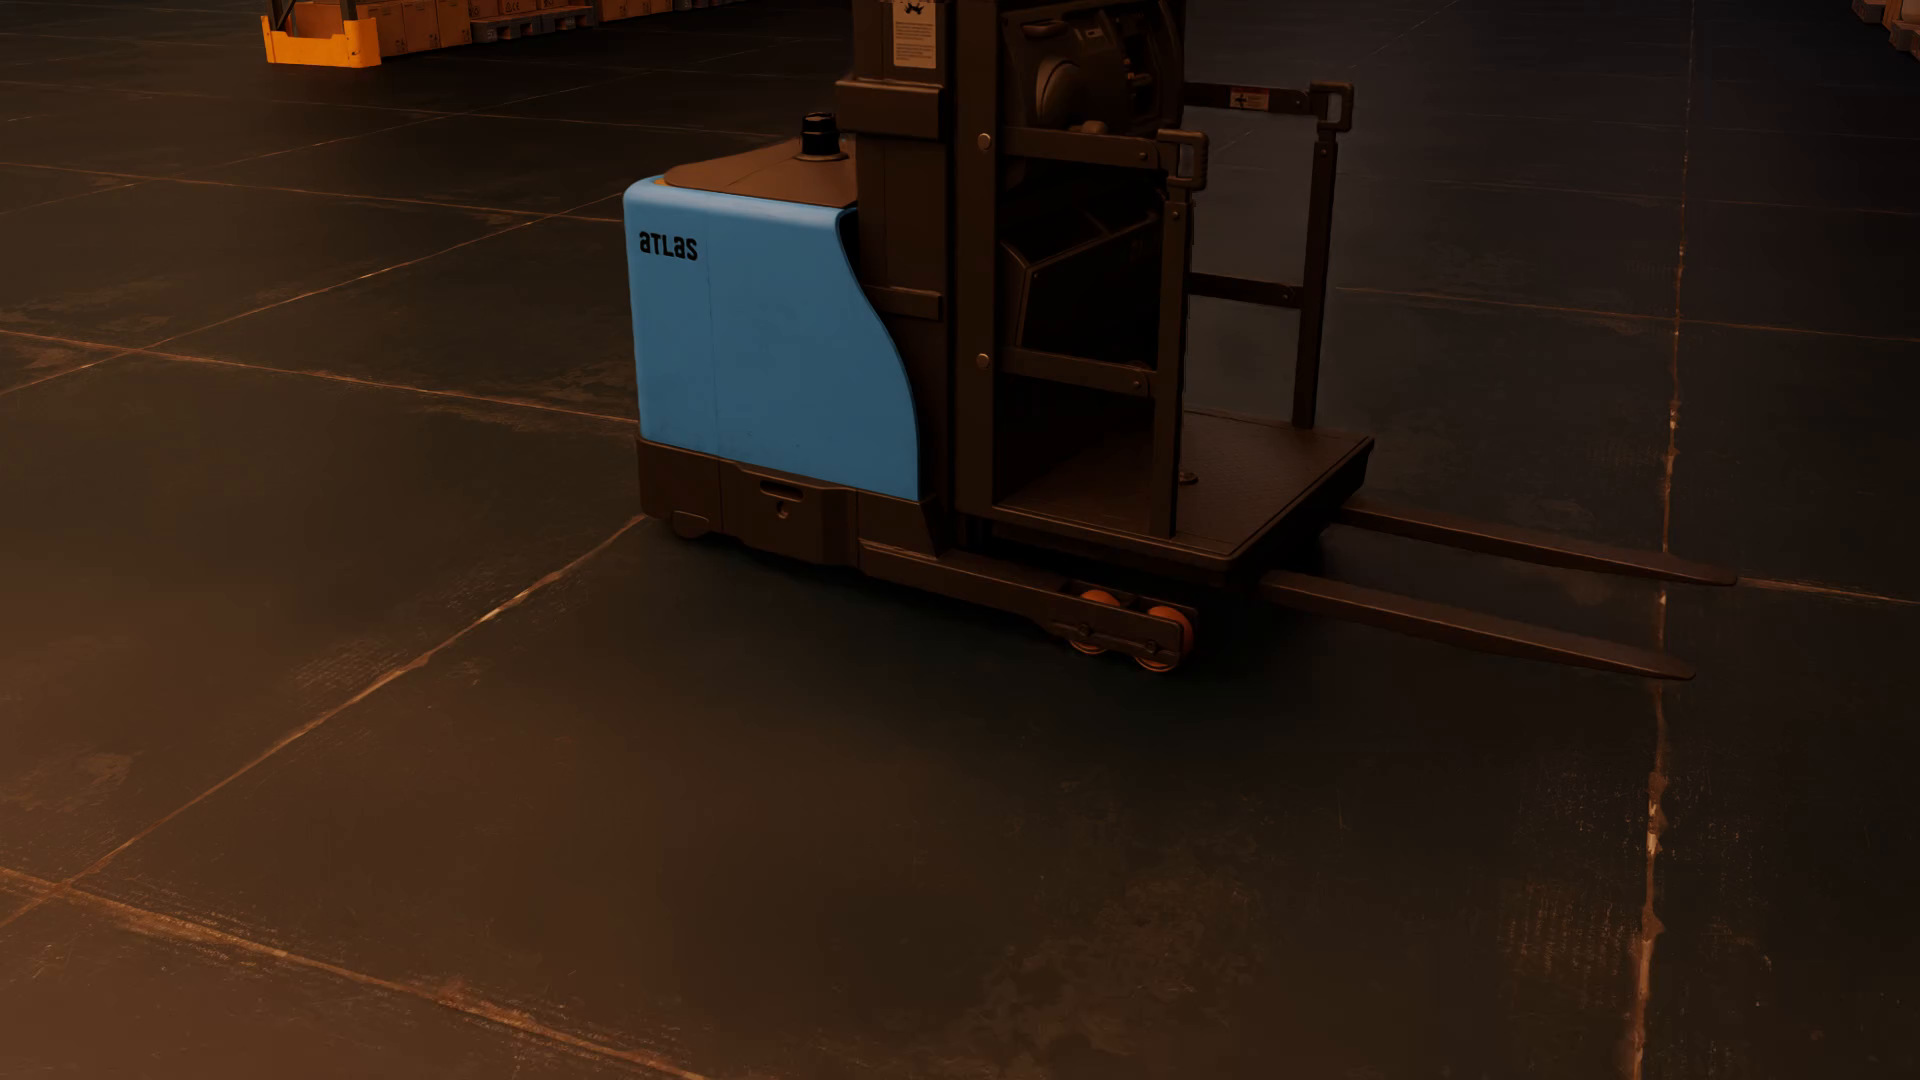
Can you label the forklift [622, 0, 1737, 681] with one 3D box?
[{"bbox_3d":[0.538,-1.246,4.274,3.031,2.935,1.130,13,26,29],"label":"forklift"}]
